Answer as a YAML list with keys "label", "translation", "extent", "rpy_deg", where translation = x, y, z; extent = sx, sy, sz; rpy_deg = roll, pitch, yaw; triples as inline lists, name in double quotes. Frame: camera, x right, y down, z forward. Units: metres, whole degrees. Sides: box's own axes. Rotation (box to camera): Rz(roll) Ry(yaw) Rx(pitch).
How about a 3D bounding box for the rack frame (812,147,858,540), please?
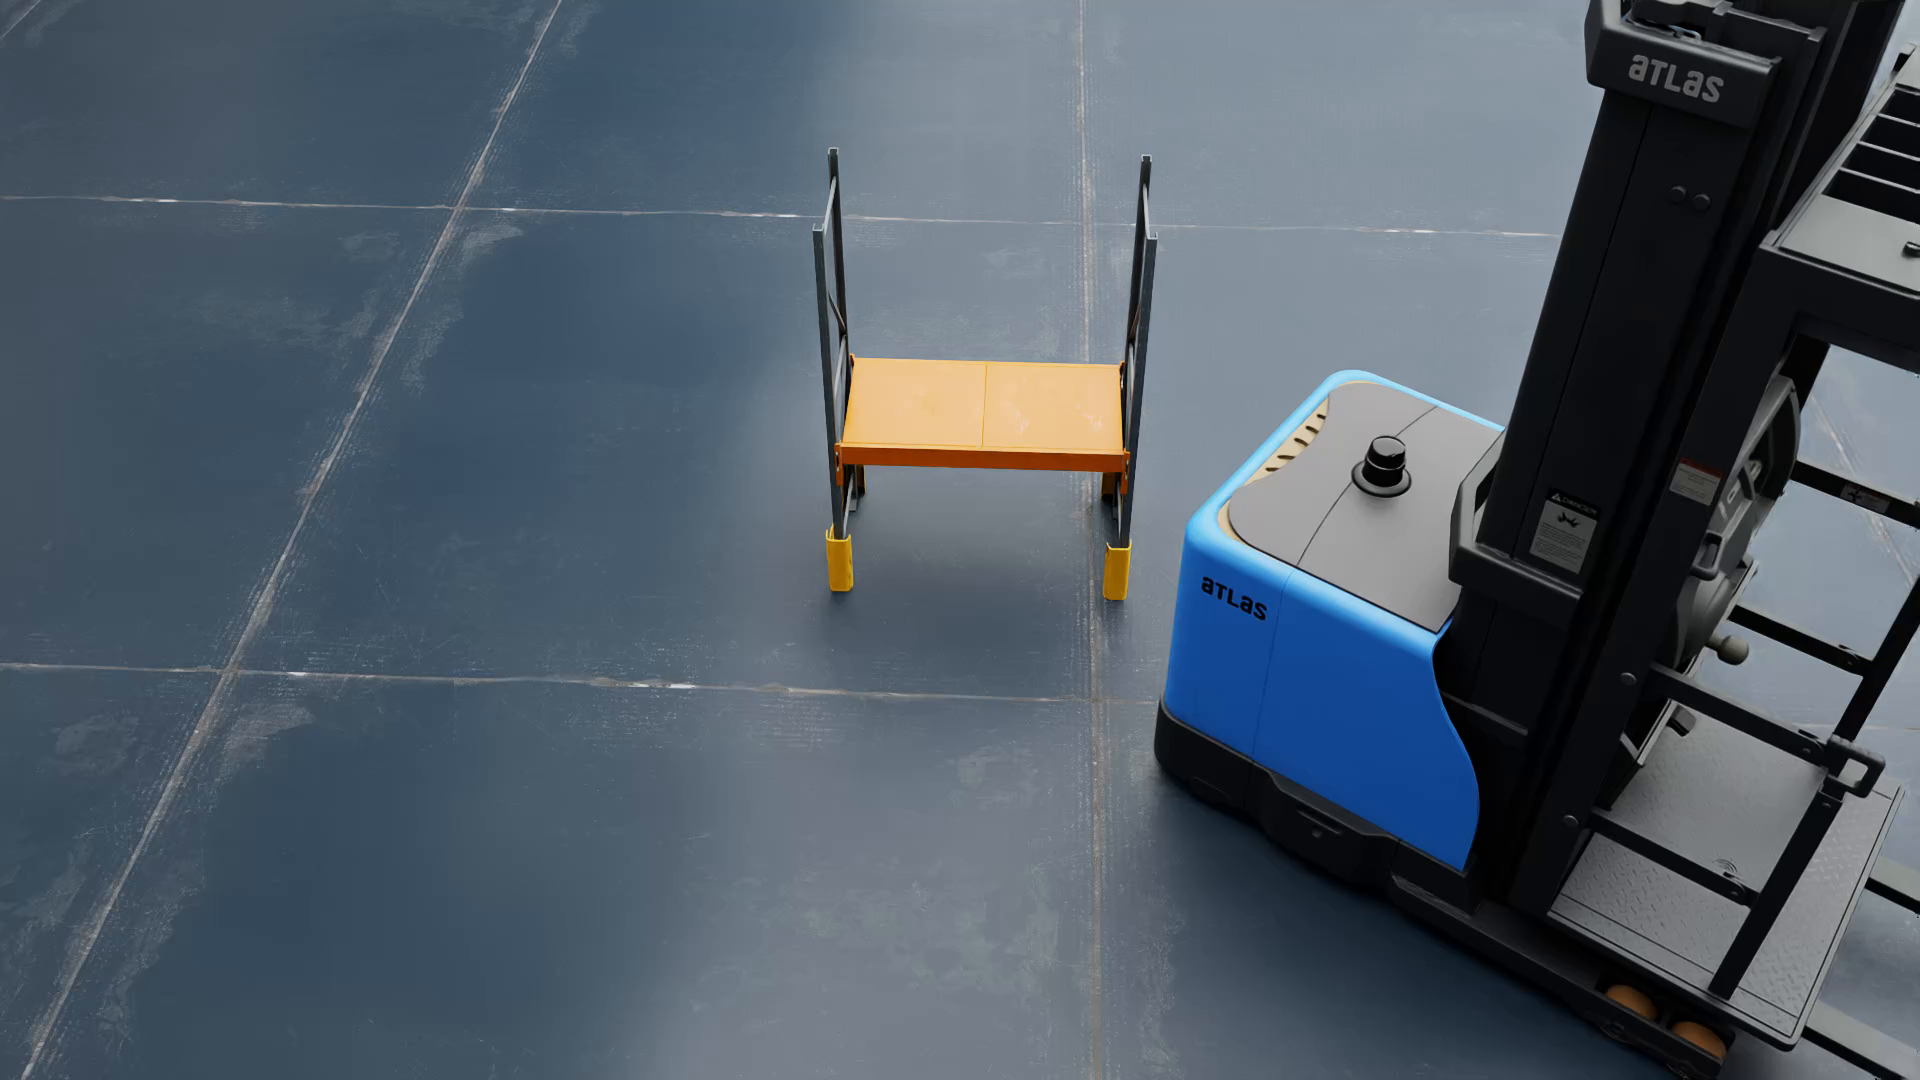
- label: "rack frame"
  translation: [-0.423, -0.562, 5.753]
  extent: [0.032, 1.500, 0.500]
  rpy_deg: [2, 43, 2]

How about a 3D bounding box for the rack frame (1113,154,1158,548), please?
- label: "rack frame"
  translation: [0.593, -0.531, 5.719]
  extent: [0.032, 1.500, 0.500]
  rpy_deg: [2, 43, 2]

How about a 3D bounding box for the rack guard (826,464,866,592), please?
- label: "rack guard"
  translation: [-0.421, -0.104, 6.179]
  extent: [0.087, 0.250, 0.587]
  rpy_deg: [2, 43, 2]

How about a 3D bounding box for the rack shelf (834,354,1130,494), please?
- label: "rack shelf"
  translation: [0.085, -0.415, 5.859]
  extent: [1.000, 0.185, 0.538]
  rpy_deg: [2, 43, 2]

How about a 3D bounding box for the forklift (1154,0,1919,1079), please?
- label: "forklift"
  translation: [2.111, 0.016, 4.083]
  extent: [3.031, 2.935, 1.130]
  rpy_deg: [27, 49, 26]

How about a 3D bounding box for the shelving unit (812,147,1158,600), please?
- label: "shelving unit"
  translation: [0.076, -0.546, 5.736]
  extent: [1.083, 1.500, 0.587]
  rpy_deg: [2, 43, 2]

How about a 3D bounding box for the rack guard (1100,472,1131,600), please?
- label: "rack guard"
  translation: [0.574, -0.074, 6.146]
  extent: [0.087, 0.250, 0.587]
  rpy_deg: [2, 43, 2]
